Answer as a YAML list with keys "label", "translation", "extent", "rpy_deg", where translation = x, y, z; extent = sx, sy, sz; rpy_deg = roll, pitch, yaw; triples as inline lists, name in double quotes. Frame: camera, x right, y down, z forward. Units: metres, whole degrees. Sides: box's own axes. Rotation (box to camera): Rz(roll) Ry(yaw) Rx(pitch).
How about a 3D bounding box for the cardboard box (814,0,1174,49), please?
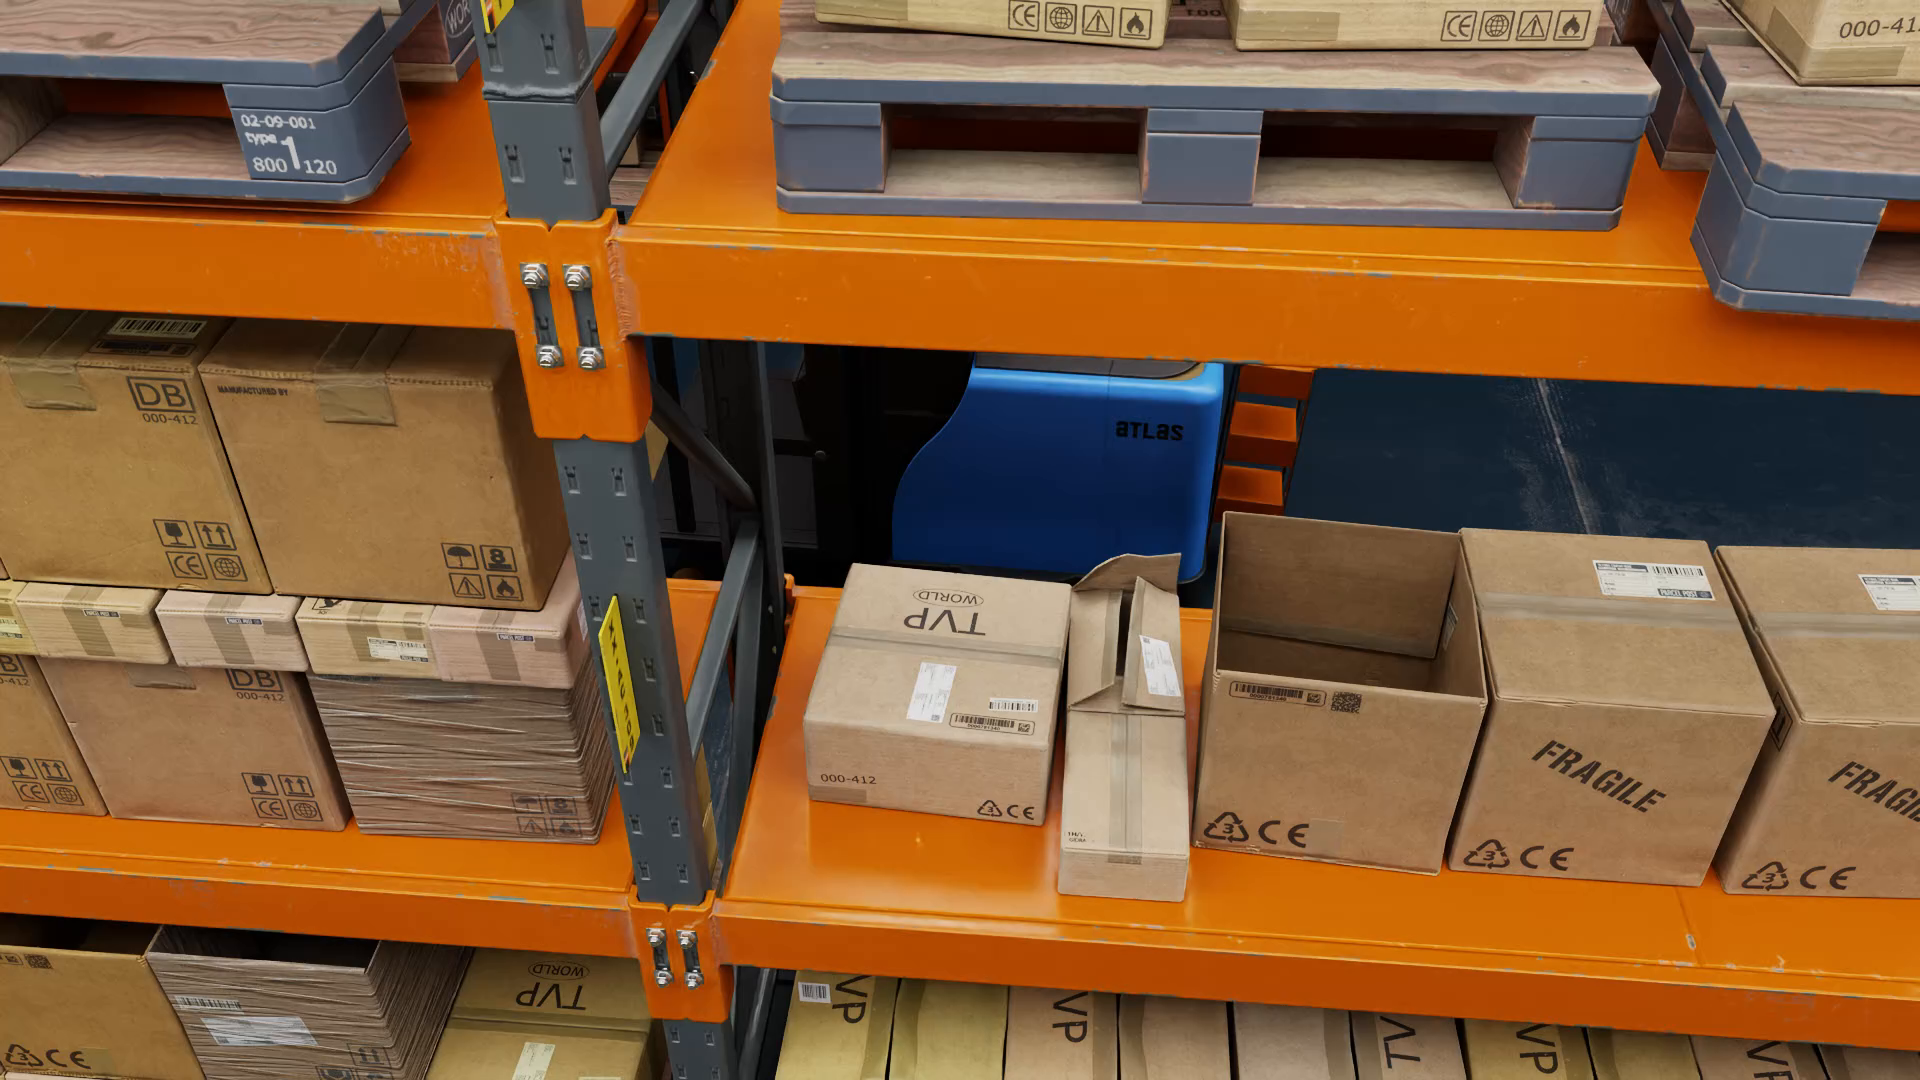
- label: "cardboard box"
  translation: [0.083, -0.963, 2.467]
  extent: [0.500, 0.250, 0.500]
  rpy_deg: [7, 40, 8]

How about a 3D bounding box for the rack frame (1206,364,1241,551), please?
- label: "rack frame"
  translation: [0.923, -0.349, 5.828]
  extent: [0.008, 1.050, 0.200]
  rpy_deg: [7, 40, 4]

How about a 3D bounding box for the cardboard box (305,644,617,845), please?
- label: "cardboard box"
  translation: [-0.972, 0.207, 3.541]
  extent: [0.500, 0.500, 0.700]
  rpy_deg: [2, 39, 3]

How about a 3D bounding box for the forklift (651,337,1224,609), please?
- label: "forklift"
  translation: [-0.618, -1.184, 5.383]
  extent: [3.031, 2.935, 1.130]
  rpy_deg: [4, 39, 5]

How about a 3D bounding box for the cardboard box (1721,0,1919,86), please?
- label: "cardboard box"
  translation: [1.370, -0.860, 2.340]
  extent: [0.500, 0.250, 0.500]
  rpy_deg: [0, 39, 0]

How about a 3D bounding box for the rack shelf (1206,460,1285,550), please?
- label: "rack shelf"
  translation: [1.029, -0.112, 6.003]
  extent: [0.240, 0.259, 0.215]
  rpy_deg: [7, 40, 4]

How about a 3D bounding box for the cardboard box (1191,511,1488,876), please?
- label: "cardboard box"
  translation: [0.759, 0.308, 3.417]
  extent: [0.500, 0.500, 0.500]
  rpy_deg: [6, 40, 7]

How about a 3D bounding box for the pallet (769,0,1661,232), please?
- label: "pallet"
  translation: [0.350, -0.784, 2.612]
  extent: [1.217, 0.209, 0.805]
  rpy_deg: [2, 39, 2]

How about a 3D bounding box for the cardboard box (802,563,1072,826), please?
- label: "cardboard box"
  translation: [-0.035, 0.323, 3.595]
  extent: [0.500, 0.250, 0.500]
  rpy_deg: [5, 39, 7]

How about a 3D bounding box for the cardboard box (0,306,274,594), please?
- label: "cardboard box"
  translation: [-1.476, -0.323, 3.164]
  extent: [0.500, 0.500, 0.700]
  rpy_deg: [3, 39, 4]

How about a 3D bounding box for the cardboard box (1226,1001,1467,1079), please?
- label: "cardboard box"
  translation: [0.875, 1.189, 3.814]
  extent: [0.500, 0.311, 0.500]
  rpy_deg: [2, 39, 2]

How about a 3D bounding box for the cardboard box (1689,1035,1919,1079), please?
- label: "cardboard box"
  translation: [1.891, 1.243, 3.749]
  extent: [0.500, 0.311, 0.500]
  rpy_deg: [3, 39, 4]

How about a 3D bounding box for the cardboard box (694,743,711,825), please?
- label: "cardboard box"
  translation: [-0.965, 0.656, 4.319]
  extent: [0.500, 0.500, 0.500]
  rpy_deg: [3, 39, 4]

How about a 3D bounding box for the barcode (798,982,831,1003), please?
- label: "barcode"
  translation: [-0.311, 0.968, 3.556]
  extent: [0.075, 0.075, 0.001]
  rpy_deg: [3, 39, 4]

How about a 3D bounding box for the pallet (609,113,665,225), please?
- label: "pallet"
  translation: [-1.997, -1.848, 8.353]
  extent: [1.213, 0.211, 1.003]
  rpy_deg: [3, 39, 4]

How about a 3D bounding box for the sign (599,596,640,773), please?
- label: "sign"
  translation: [-0.576, 0.248, 2.820]
  extent: [0.005, 0.325, 0.100]
  rpy_deg: [3, 39, 4]

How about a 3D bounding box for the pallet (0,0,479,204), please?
- label: "pallet"
  translation: [-1.382, -0.893, 2.665]
  extent: [1.213, 0.211, 1.003]
  rpy_deg: [3, 39, 4]

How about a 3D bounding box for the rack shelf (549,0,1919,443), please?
- label: "rack shelf"
  translation: [1.463, -0.510, 2.694]
  extent: [4.000, 0.370, 1.077]
  rpy_deg: [3, 39, 4]

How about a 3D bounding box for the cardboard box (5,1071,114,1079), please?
- label: "cardboard box"
  translation: [-2.007, 1.230, 4.208]
  extent: [0.500, 0.250, 0.500]
  rpy_deg: [3, 39, 4]

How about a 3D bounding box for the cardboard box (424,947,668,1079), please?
- label: "cardboard box"
  translation: [-1.010, 1.281, 4.145]
  extent: [0.500, 0.250, 0.500]
  rpy_deg: [3, 39, 4]

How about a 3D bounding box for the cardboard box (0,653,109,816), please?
- label: "cardboard box"
  translation: [-1.998, 0.152, 3.607]
  extent: [0.500, 0.500, 0.700]
  rpy_deg: [4, 39, 5]

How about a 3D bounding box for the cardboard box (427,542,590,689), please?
- label: "cardboard box"
  translation: [-0.819, 0.095, 3.164]
  extent: [0.250, 0.149, 0.380]
  rpy_deg: [3, 39, 4]

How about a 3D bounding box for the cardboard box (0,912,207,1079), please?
- label: "cardboard box"
  translation: [-2.006, 0.931, 3.981]
  extent: [0.500, 0.500, 0.500]
  rpy_deg: [3, 39, 4]

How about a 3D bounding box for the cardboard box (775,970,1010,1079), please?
- label: "cardboard box"
  translation: [-0.139, 1.131, 3.886]
  extent: [0.500, 0.311, 0.500]
  rpy_deg: [3, 39, 4]

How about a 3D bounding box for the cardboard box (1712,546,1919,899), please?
- label: "cardboard box"
  translation: [1.782, 0.364, 3.348]
  extent: [0.500, 0.500, 0.500]
  rpy_deg: [1, 39, 1]

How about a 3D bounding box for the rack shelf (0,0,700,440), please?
- label: "rack shelf"
  translation: [-2.522, -0.727, 2.961]
  extent: [4.000, 0.370, 1.077]
  rpy_deg: [3, 39, 4]

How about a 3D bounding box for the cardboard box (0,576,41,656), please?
- label: "cardboard box"
  translation: [-1.833, 0.039, 3.233]
  extent: [0.250, 0.149, 0.380]
  rpy_deg: [3, 39, 4]

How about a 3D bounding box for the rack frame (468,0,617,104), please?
- label: "rack frame"
  translation: [-0.530, -2.061, 1.654]
  extent: [0.127, 3.000, 1.000]
  rpy_deg: [3, 39, 4]

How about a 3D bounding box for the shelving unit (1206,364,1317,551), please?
- label: "shelving unit"
  translation: [1.044, -0.334, 5.819]
  extent: [0.252, 1.050, 0.215]
  rpy_deg: [7, 40, 4]

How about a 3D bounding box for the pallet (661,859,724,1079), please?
- label: "pallet"
  translation: [-1.318, 1.278, 4.513]
  extent: [1.213, 0.211, 1.003]
  rpy_deg: [3, 39, 4]

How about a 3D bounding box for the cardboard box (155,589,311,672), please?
- label: "cardboard box"
  translation: [-1.326, 0.068, 3.197]
  extent: [0.250, 0.149, 0.380]
  rpy_deg: [2, 39, 3]
